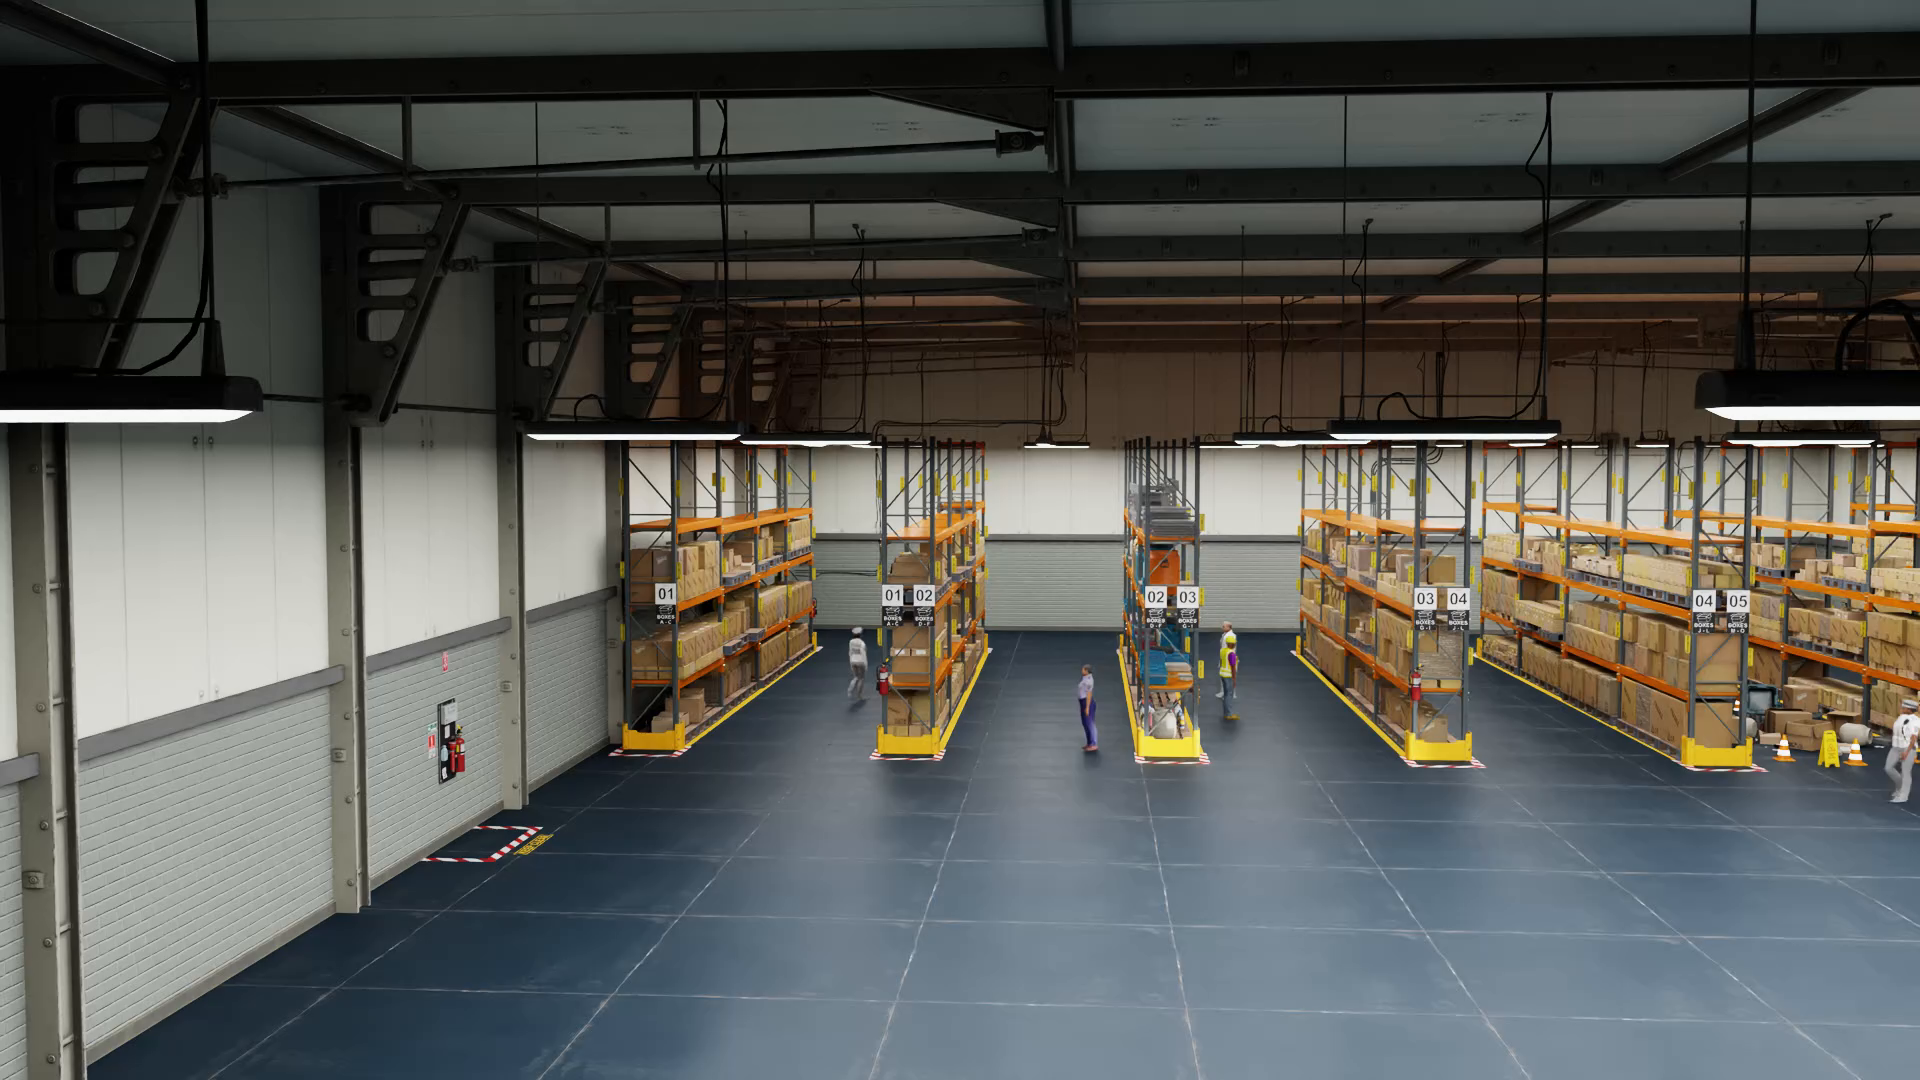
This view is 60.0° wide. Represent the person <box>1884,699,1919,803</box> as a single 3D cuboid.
[{"bbox_3d":[15.383,3.440,27.171,0.481,1.695,0.526,-1,3,-16],"label":"person"}]

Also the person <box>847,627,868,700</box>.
[{"bbox_3d":[-2.337,2.834,38.078,0.495,1.675,0.457,2,4,39],"label":"person"}]

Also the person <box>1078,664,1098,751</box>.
[{"bbox_3d":[2.450,3.210,31.840,0.383,1.690,0.571,0,3,1],"label":"person"}]

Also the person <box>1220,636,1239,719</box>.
[{"bbox_3d":[5.778,2.930,35.470,0.422,1.777,0.574,-1,3,-13],"label":"person"}]

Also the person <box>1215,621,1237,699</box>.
[{"bbox_3d":[6.146,2.767,38.482,0.419,1.780,0.632,-1,3,-15],"label":"person"}]
